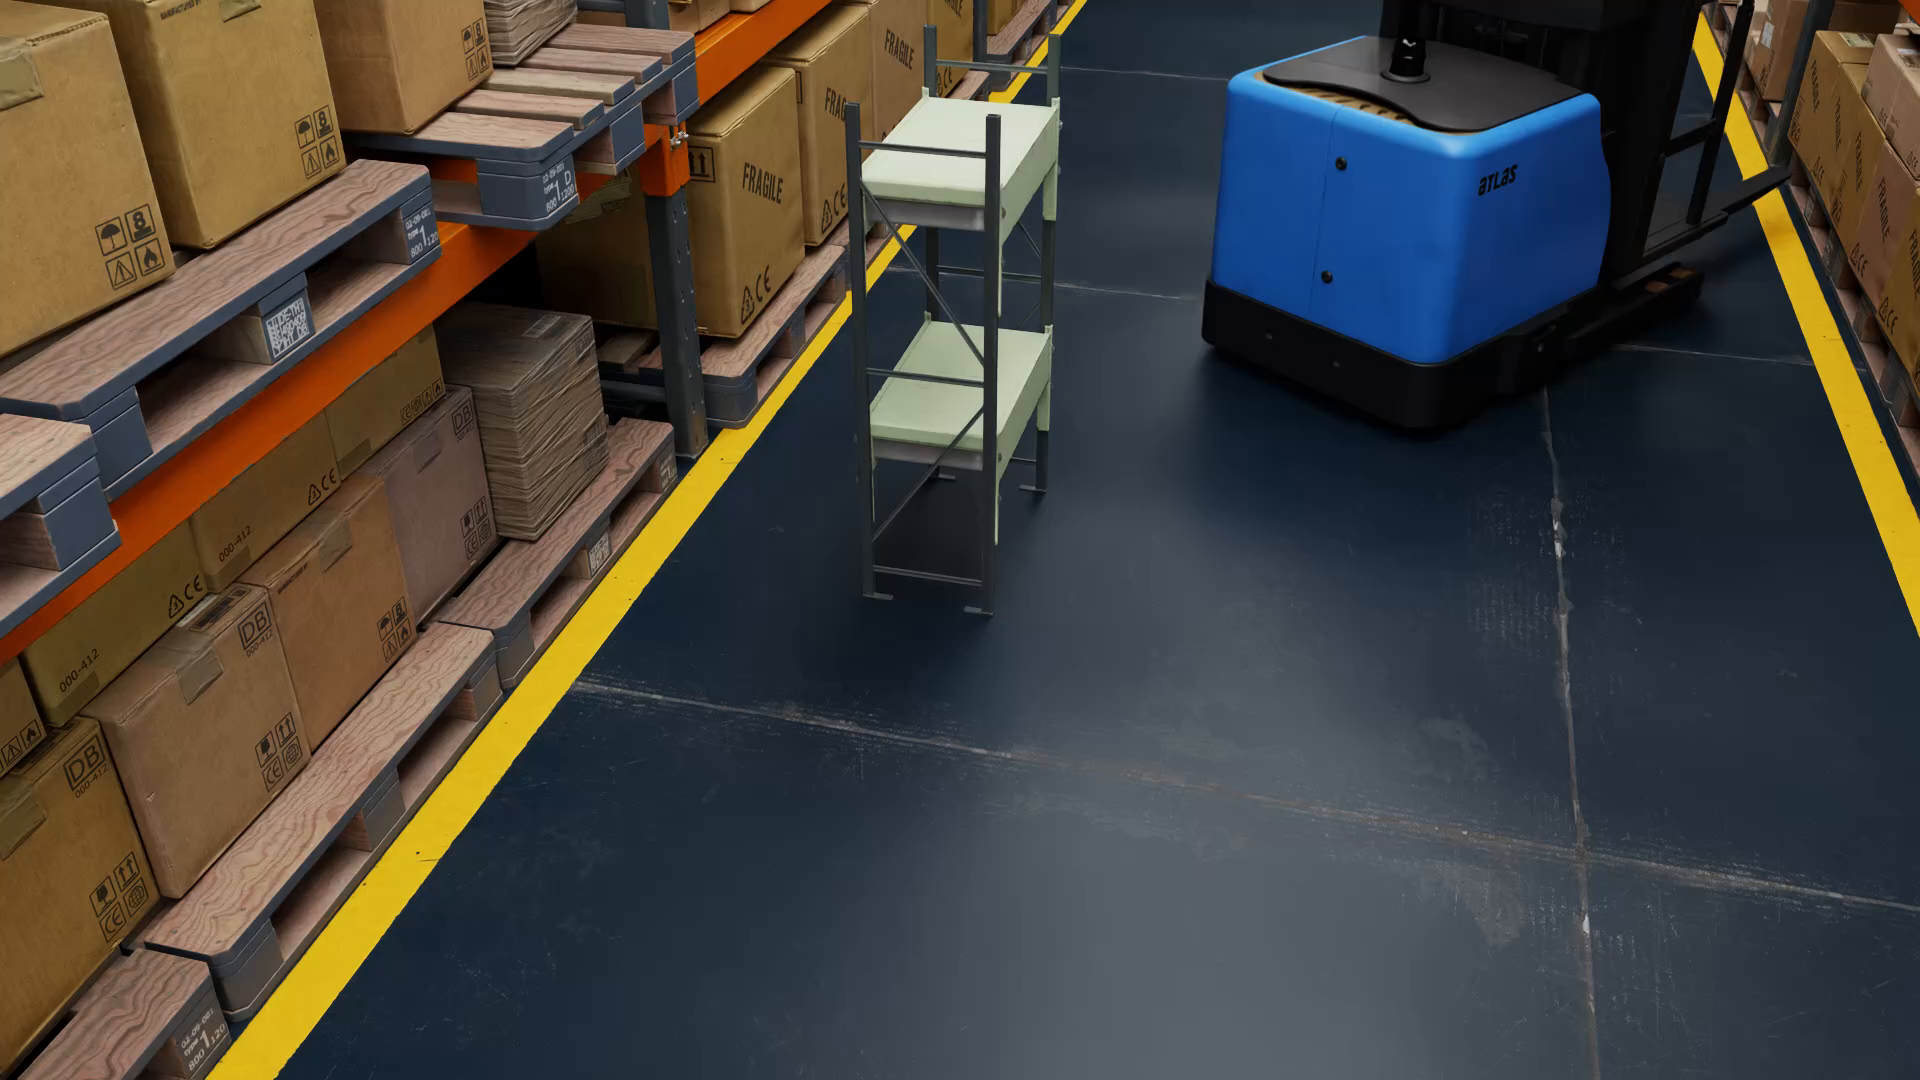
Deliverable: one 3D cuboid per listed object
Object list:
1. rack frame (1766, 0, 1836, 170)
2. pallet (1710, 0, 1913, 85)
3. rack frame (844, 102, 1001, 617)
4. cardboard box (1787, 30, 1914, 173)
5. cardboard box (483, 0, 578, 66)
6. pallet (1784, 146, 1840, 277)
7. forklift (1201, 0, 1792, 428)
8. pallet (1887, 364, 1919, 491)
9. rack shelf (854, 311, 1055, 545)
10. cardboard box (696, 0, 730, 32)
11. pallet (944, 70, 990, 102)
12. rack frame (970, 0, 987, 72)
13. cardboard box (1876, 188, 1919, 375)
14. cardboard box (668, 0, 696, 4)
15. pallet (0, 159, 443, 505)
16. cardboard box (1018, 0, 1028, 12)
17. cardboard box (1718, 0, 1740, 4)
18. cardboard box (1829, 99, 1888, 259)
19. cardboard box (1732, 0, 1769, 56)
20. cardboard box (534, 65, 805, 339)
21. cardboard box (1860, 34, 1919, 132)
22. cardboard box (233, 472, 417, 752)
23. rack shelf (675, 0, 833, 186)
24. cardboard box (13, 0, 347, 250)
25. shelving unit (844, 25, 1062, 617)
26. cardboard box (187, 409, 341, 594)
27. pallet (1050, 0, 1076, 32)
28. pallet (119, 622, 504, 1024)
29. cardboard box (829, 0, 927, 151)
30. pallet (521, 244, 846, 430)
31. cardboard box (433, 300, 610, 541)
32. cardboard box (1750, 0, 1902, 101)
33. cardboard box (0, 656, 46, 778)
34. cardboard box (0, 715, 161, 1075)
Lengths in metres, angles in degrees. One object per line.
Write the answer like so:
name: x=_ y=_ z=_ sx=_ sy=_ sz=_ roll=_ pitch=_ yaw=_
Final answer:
rack frame: x=4.439 y=-3.035 z=7.228 sx=1.000 sy=3.000 sz=0.127 roll=8 pitch=33 yaw=12
pallet: x=4.922 y=-2.849 z=9.536 sx=1.003 sy=0.211 sz=1.213 roll=8 pitch=33 yaw=12
rack frame: x=-0.095 y=-0.440 z=4.543 sx=0.400 sy=1.500 sz=0.023 roll=8 pitch=33 yaw=12
cardboard box: x=4.080 y=-1.948 z=7.438 sx=0.500 sy=0.500 sz=0.500 roll=7 pitch=33 yaw=10
cardboard box: x=-1.478 y=-1.614 z=4.490 sx=0.700 sy=0.500 sz=0.500 roll=4 pitch=33 yaw=7
pallet: x=4.269 y=-1.431 z=7.304 sx=1.003 sy=0.211 sz=1.213 roll=8 pitch=33 yaw=12
forklift: x=2.358 y=-2.285 z=6.112 sx=3.031 sy=2.935 sz=1.130 roll=-25 pitch=40 yaw=-34
pallet: x=3.650 y=-0.165 z=5.313 sx=1.003 sy=0.211 sz=1.213 roll=8 pitch=33 yaw=12
rack shelf: x=-0.002 y=-0.354 z=5.017 sx=0.431 sy=0.370 sz=0.720 roll=8 pitch=33 yaw=12
cardboard box: x=-0.989 y=-1.803 z=5.506 sx=0.380 sy=0.149 sz=0.250 roll=8 pitch=33 yaw=13
pallet: x=-0.477 y=-2.120 z=8.388 sx=1.003 sy=0.211 sz=1.213 roll=8 pitch=33 yaw=12
rack frame: x=-0.354 y=-3.708 z=8.286 sx=1.000 sy=3.000 sz=0.127 roll=8 pitch=33 yaw=12
cardboard box: x=3.566 y=-0.876 z=5.752 sx=0.500 sy=0.500 sz=0.500 roll=7 pitch=33 yaw=11
cardboard box: x=-0.998 y=-2.025 z=5.251 sx=0.500 sy=0.500 sz=0.500 roll=9 pitch=34 yaw=14
pallet: x=-1.832 y=-0.518 z=3.448 sx=1.003 sy=0.211 sz=1.213 roll=8 pitch=33 yaw=12
cardboard box: x=0.066 y=-3.464 z=9.842 sx=0.700 sy=0.500 sz=0.500 roll=8 pitch=33 yaw=12
cardboard box: x=4.788 y=-3.374 z=9.914 sx=0.500 sy=0.250 sz=0.500 roll=8 pitch=33 yaw=12
cardboard box: x=3.822 y=-1.411 z=6.594 sx=0.500 sy=0.500 sz=0.500 roll=8 pitch=33 yaw=13
cardboard box: x=4.499 y=-2.809 z=8.970 sx=0.500 sy=0.311 sz=0.500 roll=8 pitch=33 yaw=12
cardboard box: x=-1.055 y=-1.266 z=6.057 sx=0.750 sy=0.750 sz=0.750 roll=8 pitch=33 yaw=12
cardboard box: x=3.827 y=-1.746 z=6.421 sx=0.500 sy=0.250 sz=0.500 roll=8 pitch=33 yaw=12
cardboard box: x=-1.843 y=0.131 z=4.167 sx=0.700 sy=0.500 sz=0.500 roll=8 pitch=33 yaw=12
rack shelf: x=-0.861 y=-2.366 z=6.847 sx=1.077 sy=0.370 sz=4.000 roll=8 pitch=33 yaw=12
cardboard box: x=-1.773 y=-0.965 z=3.469 sx=0.700 sy=0.500 sz=0.500 roll=8 pitch=33 yaw=12
shelving unit: x=-0.002 y=-0.629 z=4.842 sx=0.431 sy=1.500 sz=0.755 roll=8 pitch=33 yaw=12
cardboard box: x=-1.832 y=-0.144 z=3.901 sx=0.500 sy=0.250 sz=0.500 roll=8 pitch=33 yaw=12
pallet: x=0.223 y=-3.550 z=10.637 sx=1.003 sy=0.211 sz=1.213 roll=8 pitch=33 yaw=12
pallet: x=-1.880 y=0.581 z=4.139 sx=1.003 sy=0.211 sz=1.213 roll=8 pitch=33 yaw=12
cardboard box: x=-0.616 y=-2.161 z=7.466 sx=0.750 sy=0.750 sz=0.750 roll=9 pitch=34 yaw=14
pallet: x=-1.096 y=-0.854 z=6.396 sx=1.003 sy=0.211 sz=1.213 roll=8 pitch=33 yaw=12
cardboard box: x=-1.501 y=-0.382 z=4.975 sx=0.700 sy=0.500 sz=0.500 roll=8 pitch=33 yaw=13
cardboard box: x=4.309 y=-2.500 z=8.307 sx=0.500 sy=0.500 sz=0.500 roll=8 pitch=33 yaw=12
cardboard box: x=-2.105 y=0.383 z=3.072 sx=0.500 sy=0.250 sz=0.500 roll=7 pitch=33 yaw=11
cardboard box: x=-2.131 y=0.654 z=3.345 sx=0.700 sy=0.500 sz=0.500 roll=7 pitch=33 yaw=11
